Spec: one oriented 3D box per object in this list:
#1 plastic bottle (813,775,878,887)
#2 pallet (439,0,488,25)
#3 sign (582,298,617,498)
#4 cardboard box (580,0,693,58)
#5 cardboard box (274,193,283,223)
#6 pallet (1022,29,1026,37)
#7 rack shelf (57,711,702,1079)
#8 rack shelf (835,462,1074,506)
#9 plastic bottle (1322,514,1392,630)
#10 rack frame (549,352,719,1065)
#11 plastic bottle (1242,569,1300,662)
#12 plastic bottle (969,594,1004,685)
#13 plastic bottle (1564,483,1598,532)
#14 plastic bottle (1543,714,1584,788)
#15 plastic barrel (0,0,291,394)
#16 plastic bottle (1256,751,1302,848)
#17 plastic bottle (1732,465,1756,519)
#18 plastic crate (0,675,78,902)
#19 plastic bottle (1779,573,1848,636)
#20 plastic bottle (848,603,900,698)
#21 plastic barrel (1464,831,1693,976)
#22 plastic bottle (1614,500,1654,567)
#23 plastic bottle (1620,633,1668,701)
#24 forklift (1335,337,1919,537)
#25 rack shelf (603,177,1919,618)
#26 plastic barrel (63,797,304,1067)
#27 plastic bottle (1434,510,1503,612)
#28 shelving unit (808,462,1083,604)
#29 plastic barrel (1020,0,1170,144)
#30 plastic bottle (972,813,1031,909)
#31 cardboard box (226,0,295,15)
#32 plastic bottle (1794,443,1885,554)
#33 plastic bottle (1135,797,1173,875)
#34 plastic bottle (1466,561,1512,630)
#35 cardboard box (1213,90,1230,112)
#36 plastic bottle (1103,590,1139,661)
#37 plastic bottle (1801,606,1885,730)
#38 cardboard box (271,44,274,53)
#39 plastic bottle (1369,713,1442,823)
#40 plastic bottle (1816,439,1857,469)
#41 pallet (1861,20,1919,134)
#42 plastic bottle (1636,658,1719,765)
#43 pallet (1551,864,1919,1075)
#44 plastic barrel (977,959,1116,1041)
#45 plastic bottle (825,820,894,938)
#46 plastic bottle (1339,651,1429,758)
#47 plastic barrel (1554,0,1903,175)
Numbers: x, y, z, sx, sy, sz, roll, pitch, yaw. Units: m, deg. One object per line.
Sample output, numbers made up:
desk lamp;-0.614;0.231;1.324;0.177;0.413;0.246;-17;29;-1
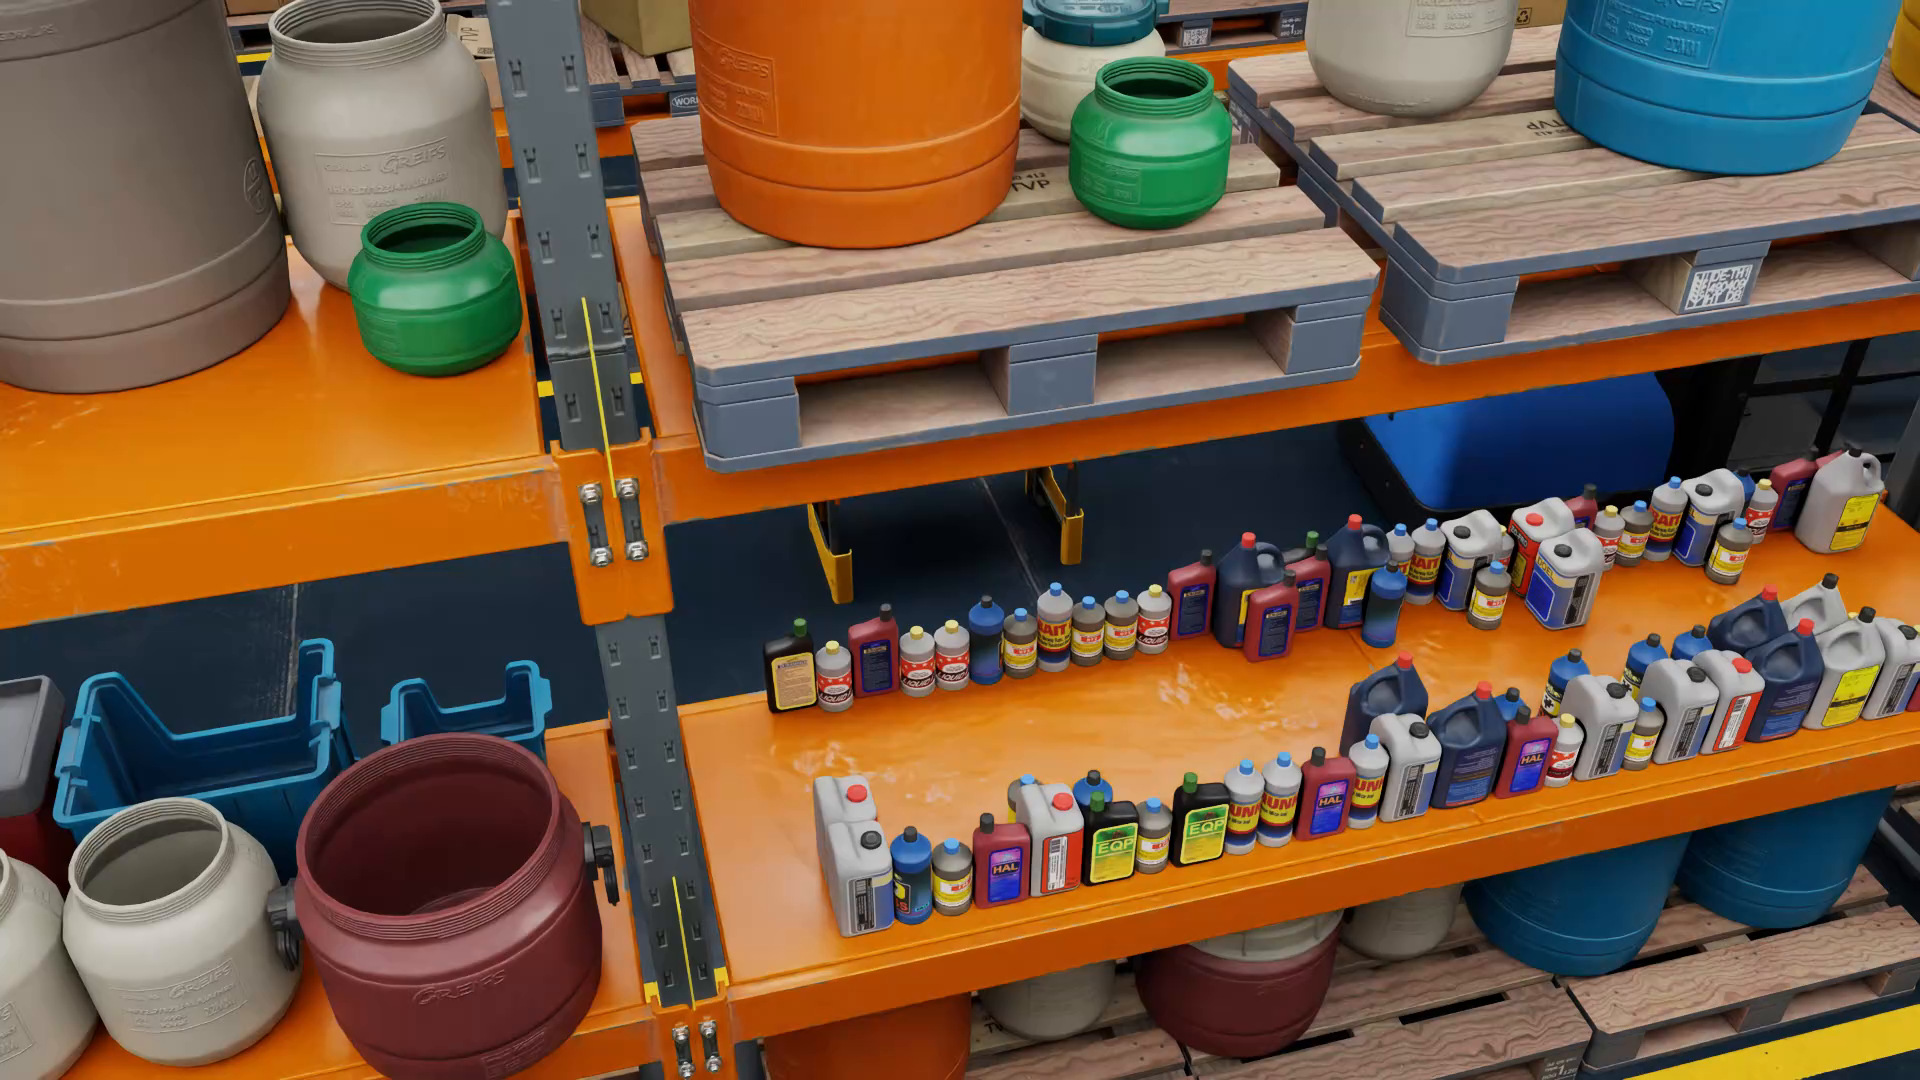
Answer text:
plastic bottle;-0.272;0.683;3.991;0.135;0.276;0.152;-9;38;-12
pallet;-4.072;-3.979;12.278;1.213;0.211;1.003;-9;38;-12
sign;-0.584;-0.227;2.695;0.005;0.325;0.100;-9;38;-12
cardboard box;-1.444;-2.677;7.853;0.500;0.500;0.700;-23;43;-27
cardboard box;-3.602;-1.524;8.229;0.500;0.311;0.500;-10;39;-13
pallet;-0.146;-2.539;8.258;1.213;0.211;1.003;-9;38;-12
rack shelf;-2.665;1.204;3.799;4.000;0.370;1.077;-9;38;-12
rack shelf;-0.082;-0.439;6.886;1.000;0.185;0.538;-9;38;-12
plastic bottle;1.120;0.075;4.724;0.185;0.351;0.144;-9;38;-12
rack frame;-0.734;0.602;3.995;0.127;3.000;1.000;-9;38;-12
plastic bottle;0.864;0.208;4.606;0.133;0.283;0.061;-9;38;-12
plastic bottle;0.072;0.263;4.543;0.097;0.271;0.097;0;37;0
plastic bottle;1.805;-0.037;4.926;0.133;0.283;0.061;-9;38;-12
plastic bottle;1.533;0.529;4.253;0.097;0.201;0.097;0;37;0
plastic barrel;-1.584;-0.786;2.927;0.600;0.901;0.600;0;37;0
plastic bottle;0.779;0.625;4.070;0.097;0.271;0.097;0;37;0
plastic bottle;2.333;-0.108;5.028;0.097;0.271;0.097;0;37;0
plastic crate;-2.374;0.653;3.875;0.583;0.464;0.402;-9;38;-12
plastic bottle;2.288;0.241;4.507;0.185;0.351;0.144;-9;38;-12
plastic bottle;-0.232;0.297;4.489;0.133;0.283;0.061;-9;38;-12
plastic barrel;1.914;0.823;5.087;0.708;0.901;0.600;-9;38;-12
plastic bottle;2.015;-0.028;4.981;0.097;0.201;0.097;0;37;0
plastic bottle;1.811;0.360;4.417;0.097;0.271;0.097;0;37;0
forklift;3.320;-1.497;6.795;3.031;2.935;1.130;-6;38;-8
rack shelf;1.196;-0.621;3.716;4.000;0.370;1.077;-9;38;-12
plastic barrel;-1.672;0.845;3.584;0.421;0.512;0.421;0;37;0
plastic bottle;1.463;0.050;4.817;0.135;0.276;0.152;-9;38;-12
shelving unit;-0.074;-0.584;6.779;1.083;1.500;0.587;-9;38;-12
plastic barrel;0.262;-0.957;3.332;0.301;0.262;0.301;0;37;0
plastic bottle;0.097;0.744;3.905;0.133;0.283;0.061;-9;38;-12
cardboard box;-4.999;-4.138;11.886;0.500;0.500;0.700;-10;38;-12
plastic bottle;2.664;-0.140;5.005;0.185;0.351;0.144;-9;38;-12
plastic bottle;0.462;0.705;4.023;0.097;0.201;0.097;0;37;0
plastic bottle;1.514;0.150;4.748;0.097;0.201;0.097;0;37;0
cardboard box;1.309;-2.186;9.335;0.500;0.500;0.500;-11;39;-14
plastic bottle;0.448;0.230;4.645;0.097;0.201;0.097;0;37;0
plastic bottle;2.325;0.325;4.397;0.185;0.351;0.144;-9;38;-12
cardboard box;-2.936;-2.241;7.784;0.500;0.311;0.500;-10;38;-12
plastic bottle;1.106;0.552;4.161;0.135;0.276;0.152;-9;38;-12
plastic bottle;2.662;-0.178;5.110;0.133;0.283;0.061;-9;38;-12
pallet;2.396;-0.967;3.732;1.003;0.211;1.213;-9;38;-12
plastic bottle;1.862;0.428;4.323;0.135;0.276;0.152;-9;38;-12
pallet;2.371;1.173;5.542;1.213;0.211;1.003;-9;38;-12
plastic barrel;0.255;1.194;4.923;0.421;0.512;0.421;0;37;0
plastic bottle;-0.232;0.772;3.874;0.135;0.276;0.152;-9;38;-12
plastic bottle;1.092;0.432;4.257;0.185;0.351;0.144;-9;38;-12
plastic barrel;1.519;-1.229;3.161;0.708;0.901;0.600;-9;38;-12
